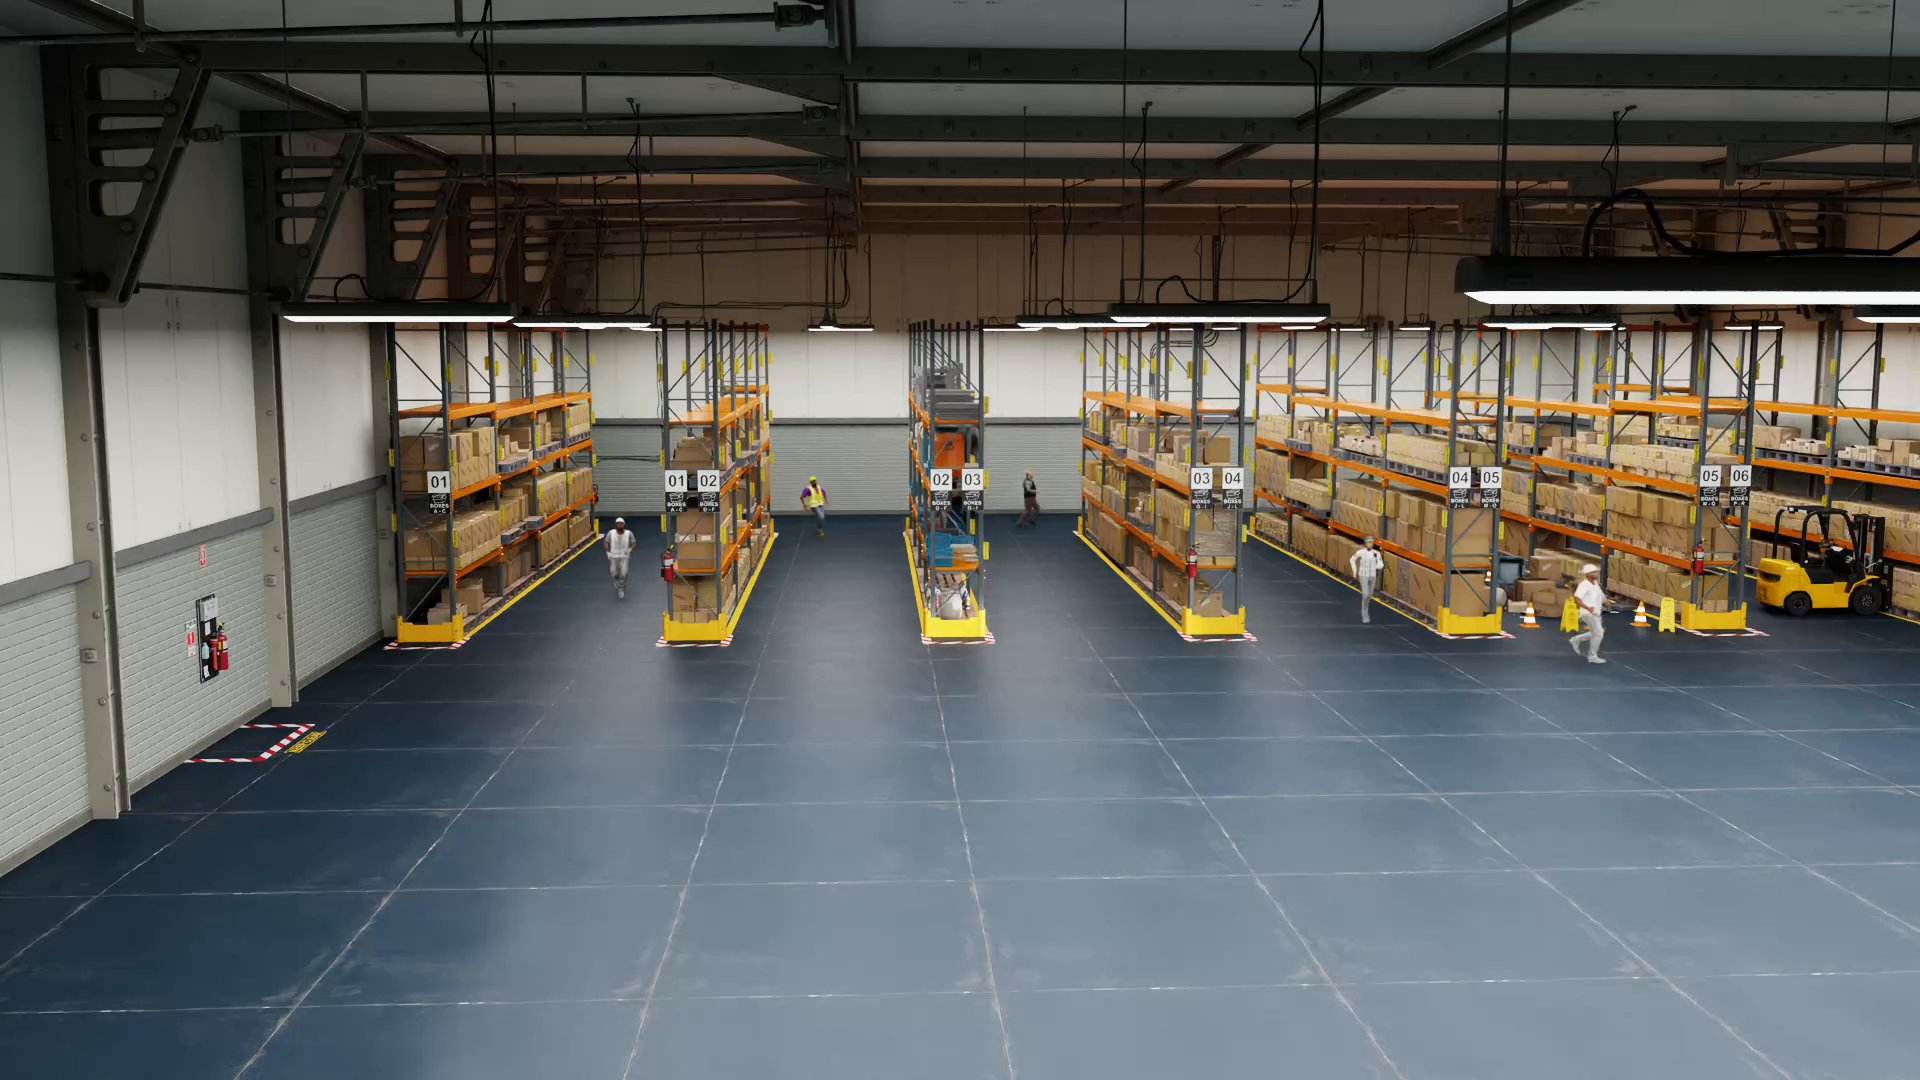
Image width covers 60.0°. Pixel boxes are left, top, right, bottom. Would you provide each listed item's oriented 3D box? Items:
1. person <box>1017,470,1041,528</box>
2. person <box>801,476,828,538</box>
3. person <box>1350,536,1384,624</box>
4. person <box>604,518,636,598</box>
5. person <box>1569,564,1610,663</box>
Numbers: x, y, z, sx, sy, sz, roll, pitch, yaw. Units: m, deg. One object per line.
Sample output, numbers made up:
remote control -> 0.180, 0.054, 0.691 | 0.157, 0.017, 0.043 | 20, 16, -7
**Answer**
person -> 2.065, -1.206, 49.352 | 0.707, 1.745, 0.661 | 1, 7, 10
person -> -4.036, -0.931, 47.014 | 0.763, 1.750, 0.621 | -7, 10, -44
person -> 8.167, 0.773, 33.330 | 0.590, 1.738, 0.735 | -1, 7, -6
person -> -7.428, 0.381, 36.365 | 0.684, 1.740, 0.626 | -1, 7, -7
person -> 11.000, 1.282, 29.109 | 0.694, 1.720, 0.704 | 6, 9, 42
